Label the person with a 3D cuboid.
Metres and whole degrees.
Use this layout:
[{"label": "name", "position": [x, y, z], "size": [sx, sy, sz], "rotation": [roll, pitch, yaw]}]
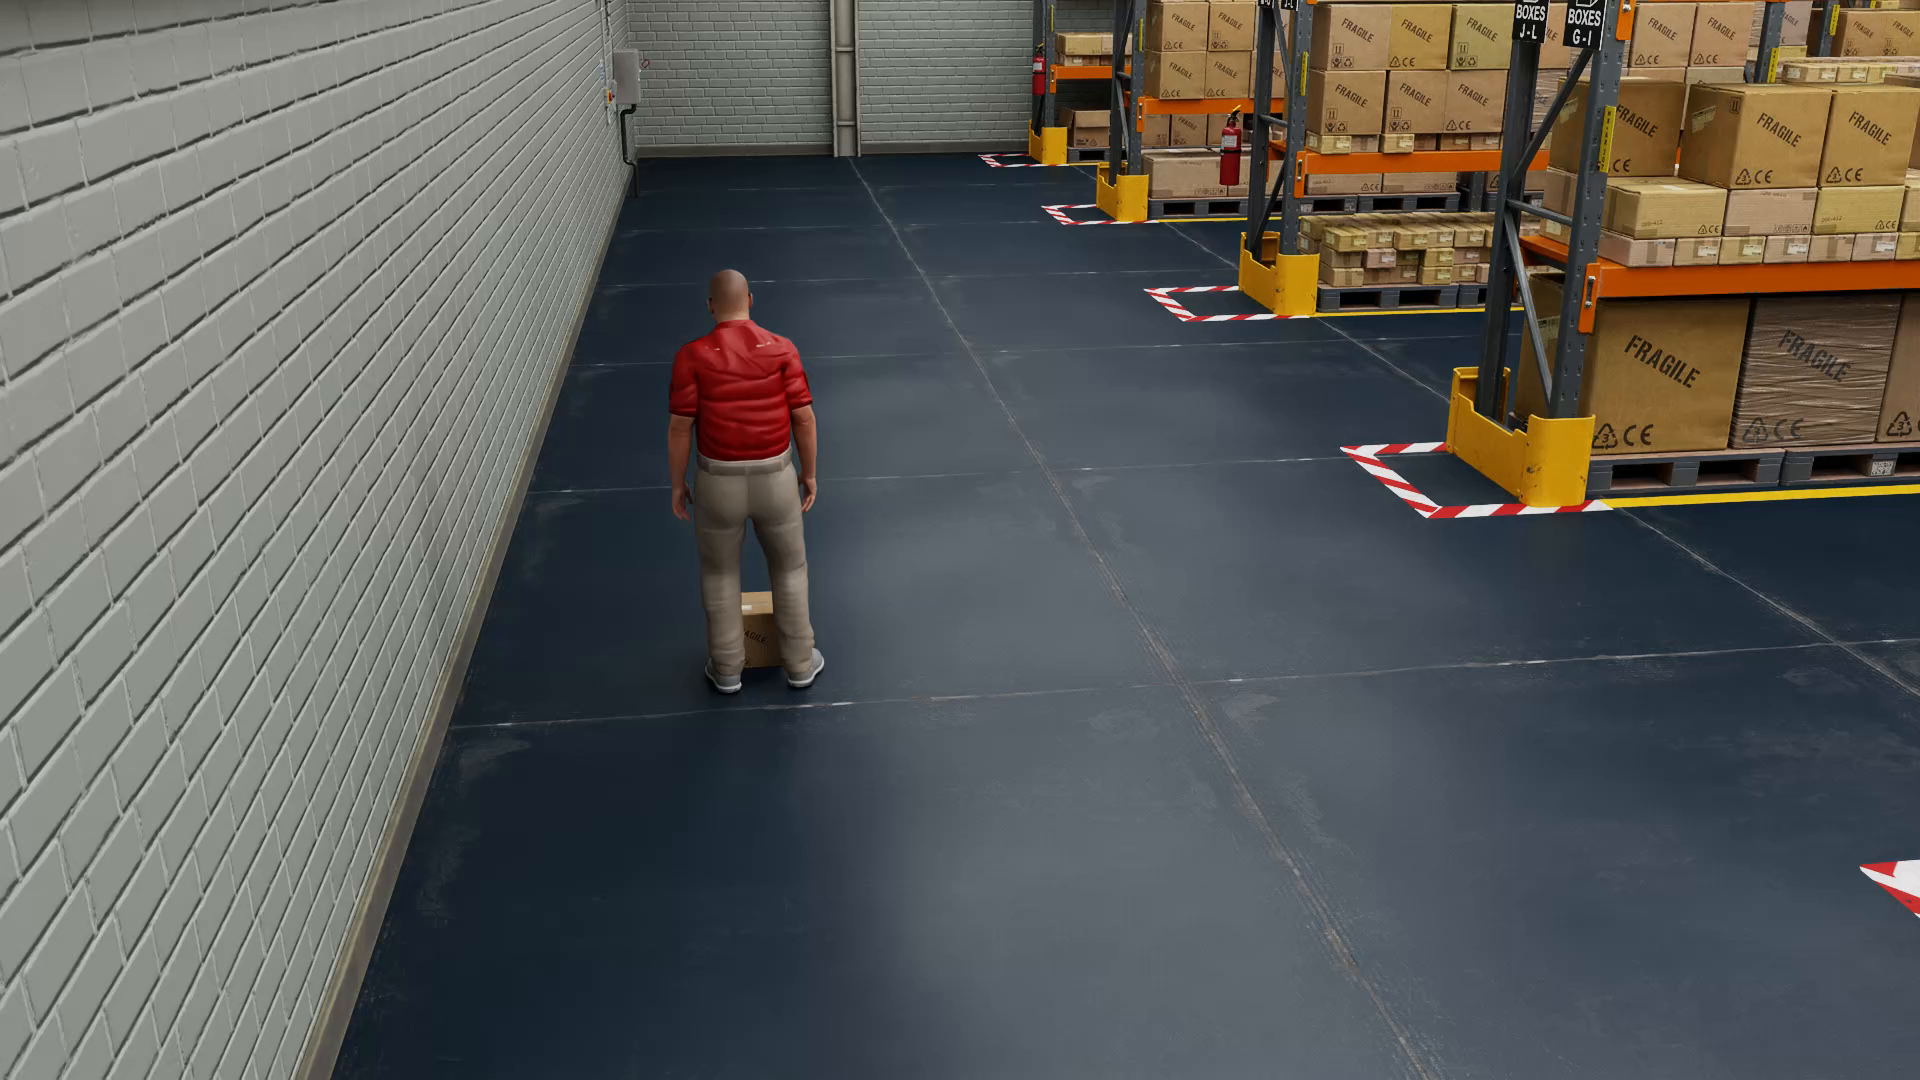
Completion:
[{"label": "person", "position": [-0.863, -0.223, 6.708], "size": [0.606, 1.727, 0.389], "rotation": [-4, 20, -11]}]
